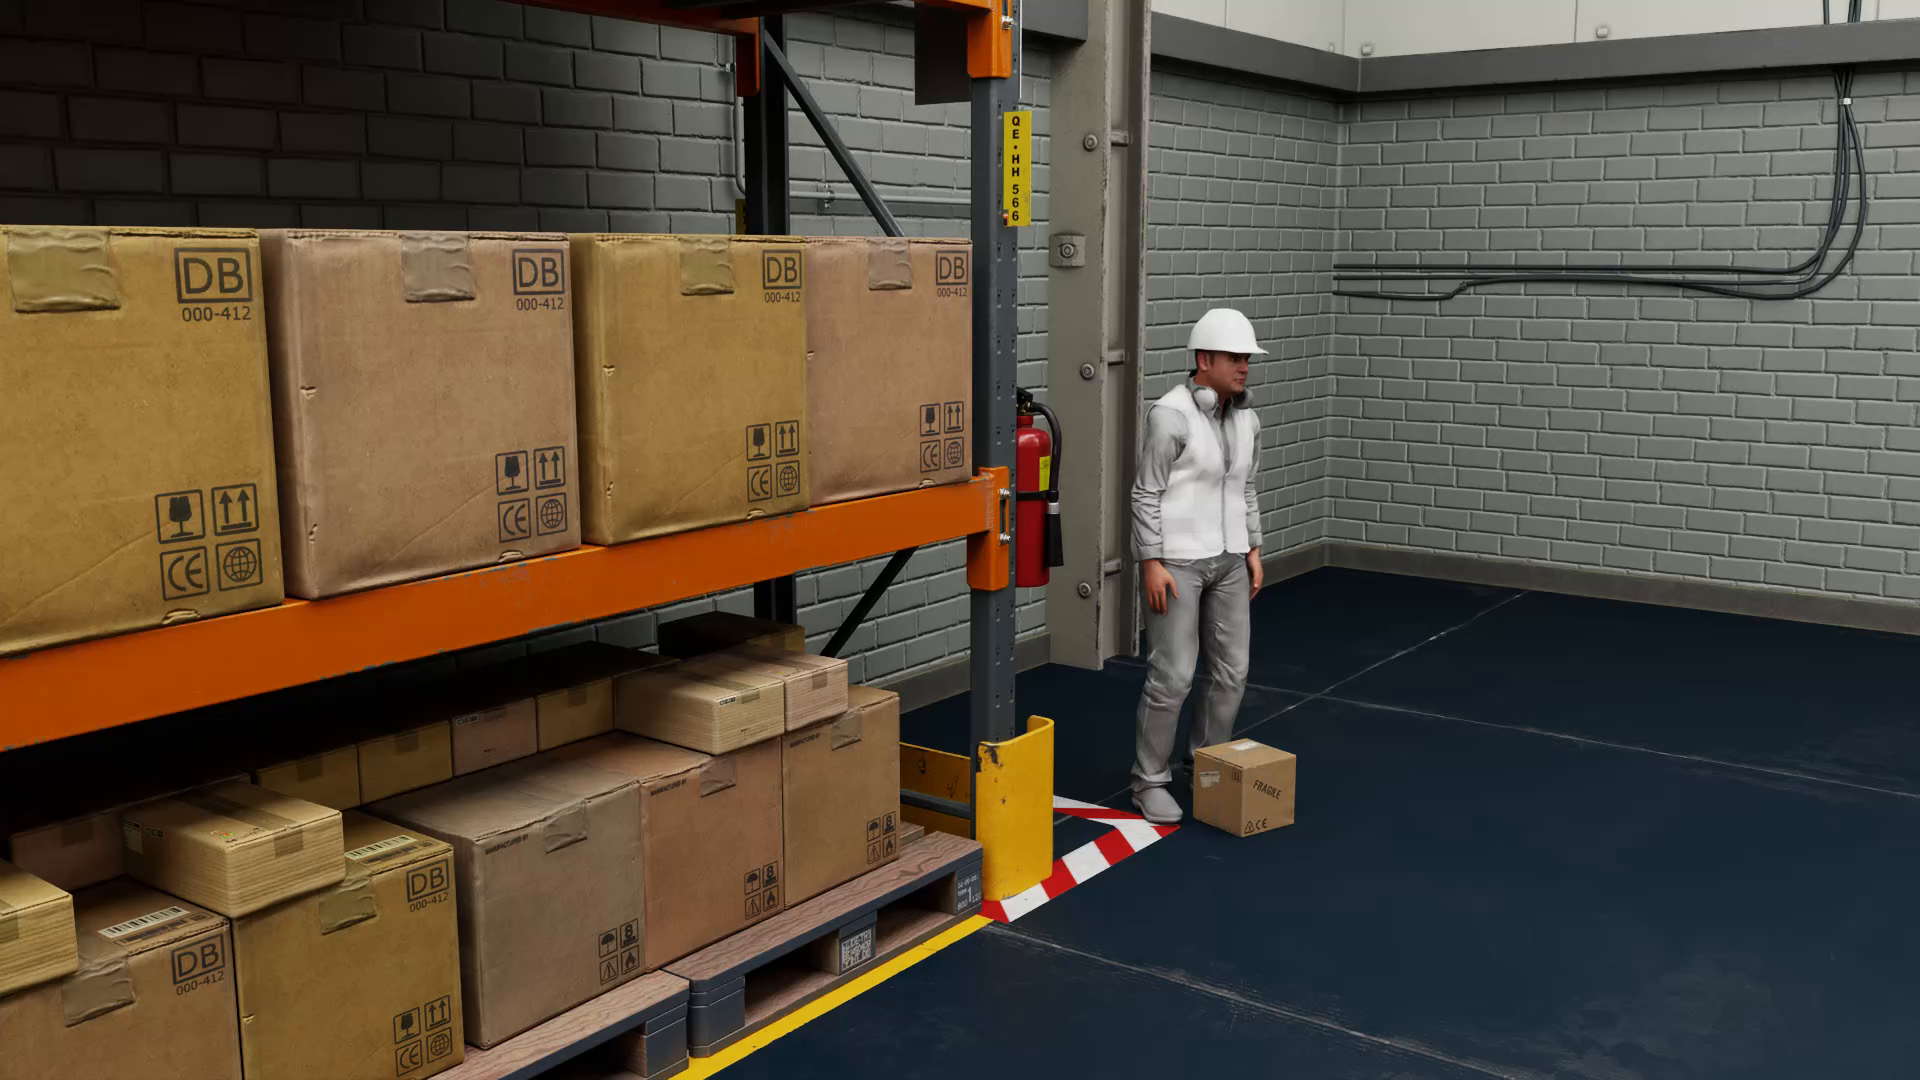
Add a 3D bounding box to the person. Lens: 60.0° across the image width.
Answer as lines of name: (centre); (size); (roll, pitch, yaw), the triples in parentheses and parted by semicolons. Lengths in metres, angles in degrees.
person: (0.850, 0.074, 5.885); (0.594, 1.771, 0.462); (-7, 12, -36)
